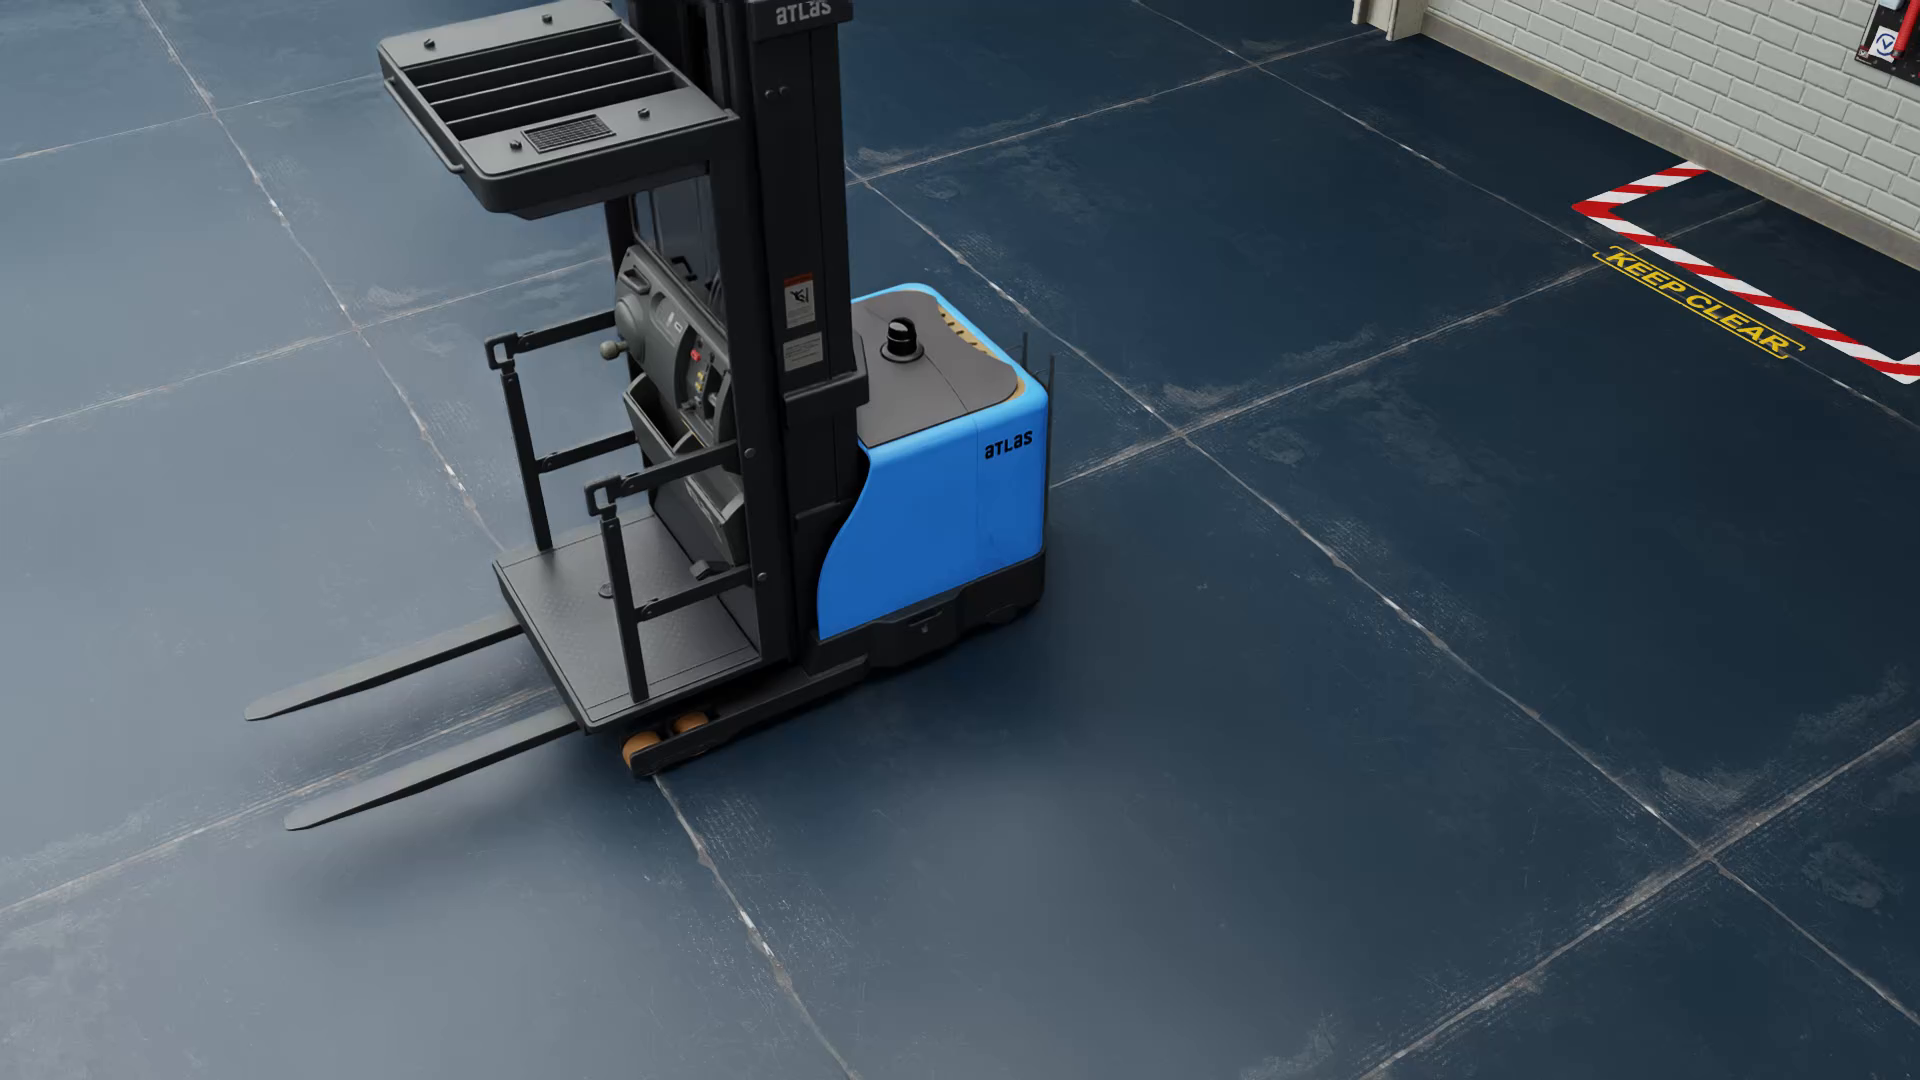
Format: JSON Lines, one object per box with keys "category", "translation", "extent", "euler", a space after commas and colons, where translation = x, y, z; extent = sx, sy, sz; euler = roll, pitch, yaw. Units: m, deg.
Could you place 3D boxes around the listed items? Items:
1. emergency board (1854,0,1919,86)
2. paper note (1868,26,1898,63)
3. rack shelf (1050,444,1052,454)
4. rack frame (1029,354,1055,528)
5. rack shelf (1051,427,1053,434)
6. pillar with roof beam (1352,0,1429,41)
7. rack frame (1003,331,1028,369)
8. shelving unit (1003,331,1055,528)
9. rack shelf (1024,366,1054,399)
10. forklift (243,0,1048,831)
{"category": "emergency board", "translation": [4.888, -2.817, 8.287], "extent": [0.194, 1.169, 0.643], "euler": [-22, 45, -24]}
{"category": "paper note", "translation": [4.851, -2.598, 8.713], "extent": [0.016, 0.148, 0.142], "euler": [-22, 45, -24]}
{"category": "rack shelf", "translation": [0.228, -0.398, 7.077], "extent": [0.258, 0.077, 0.200], "euler": [-21, 44, -23]}
{"category": "rack frame", "translation": [0.280, -0.368, 6.988], "extent": [0.240, 0.900, 0.006], "euler": [-21, 44, -23]}
{"category": "rack shelf", "translation": [0.228, -0.468, 7.019], "extent": [0.258, 0.077, 0.200], "euler": [-21, 44, -23]}
{"category": "pillar with roof beam", "translation": [-0.671, -5.531, 6.858], "extent": [9.100, 9.000, 0.400], "euler": [-22, 45, -24]}
{"category": "rack frame", "translation": [0.176, -0.480, 7.122], "extent": [0.240, 0.900, 0.006], "euler": [-21, 44, -23]}
{"category": "shelving unit", "translation": [0.228, -0.424, 7.055], "extent": [0.258, 0.900, 0.210], "euler": [-21, 44, -23]}
{"category": "rack shelf", "translation": [0.229, -0.606, 6.904], "extent": [0.258, 0.077, 0.200], "euler": [-21, 44, -23]}
{"category": "forklift", "translation": [-1.181, -0.637, 5.725], "extent": [3.031, 2.935, 1.130], "euler": [-21, 44, -23]}
